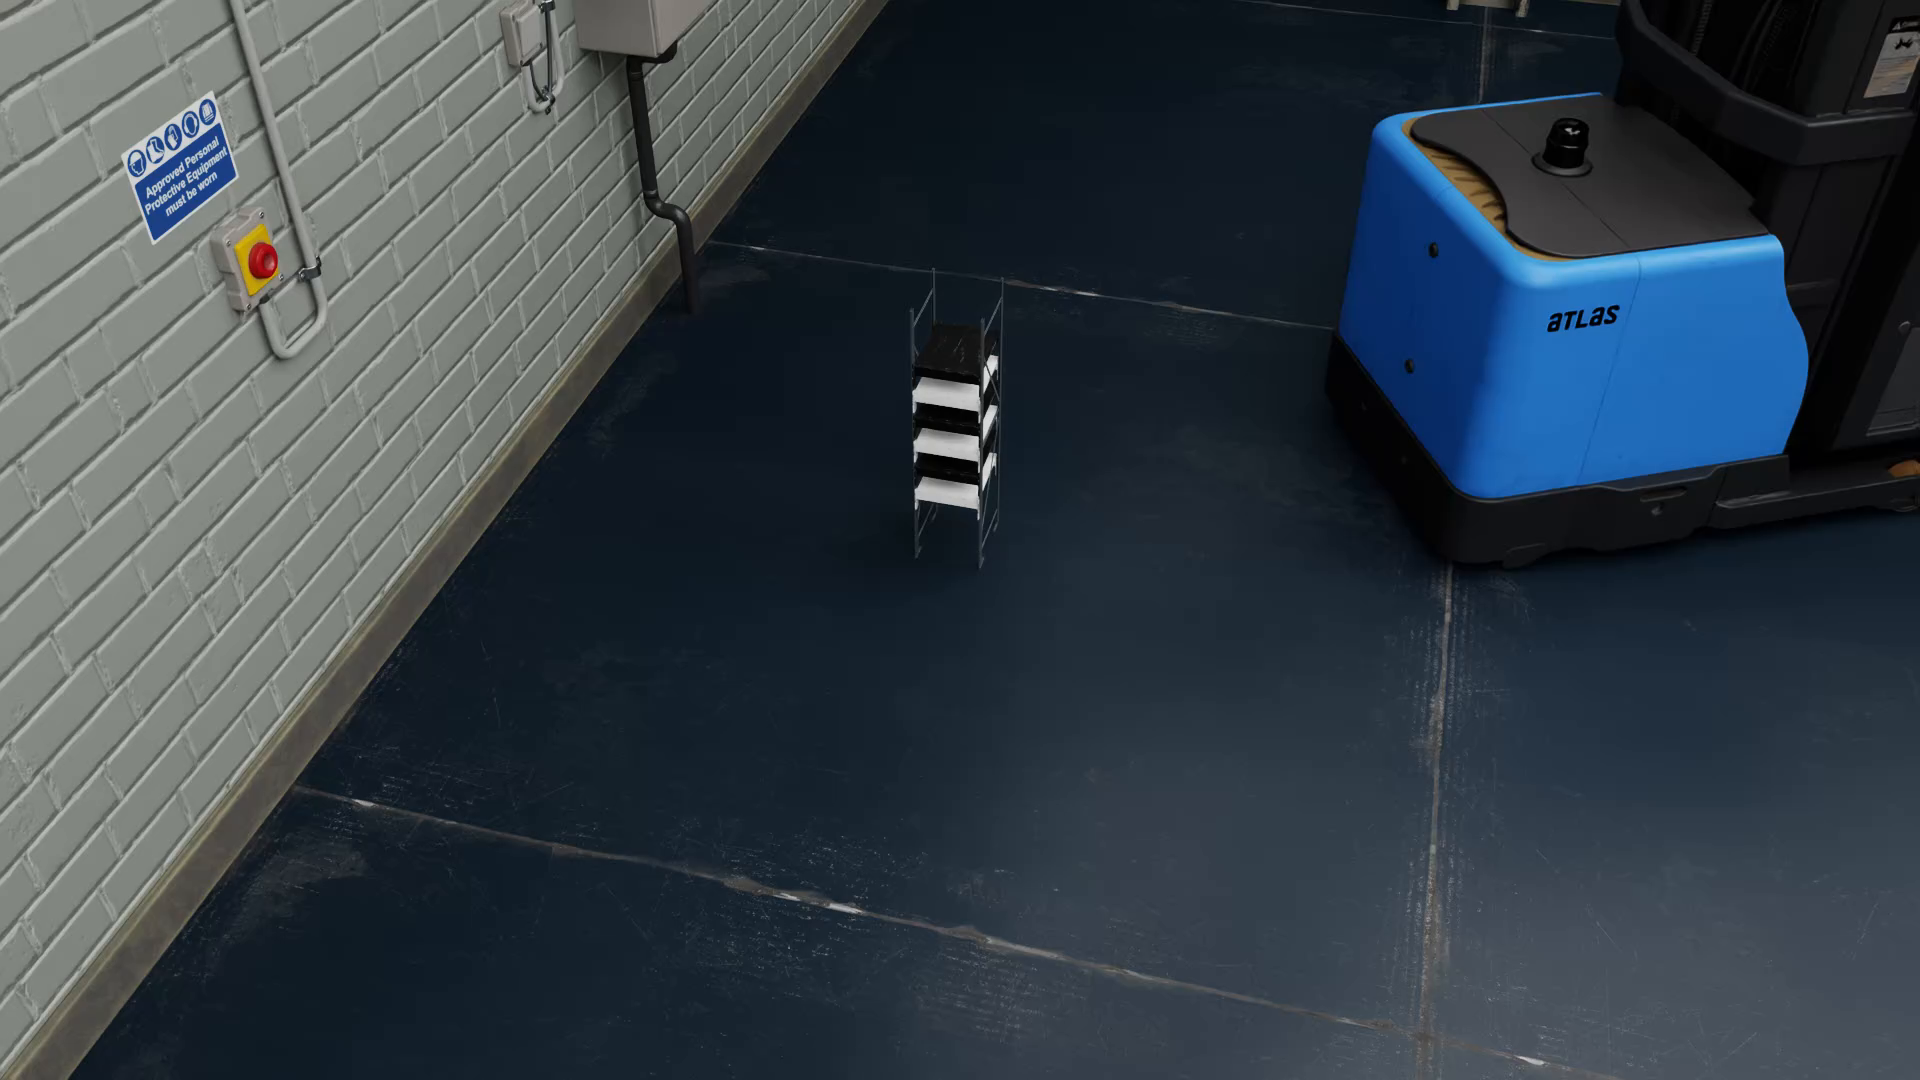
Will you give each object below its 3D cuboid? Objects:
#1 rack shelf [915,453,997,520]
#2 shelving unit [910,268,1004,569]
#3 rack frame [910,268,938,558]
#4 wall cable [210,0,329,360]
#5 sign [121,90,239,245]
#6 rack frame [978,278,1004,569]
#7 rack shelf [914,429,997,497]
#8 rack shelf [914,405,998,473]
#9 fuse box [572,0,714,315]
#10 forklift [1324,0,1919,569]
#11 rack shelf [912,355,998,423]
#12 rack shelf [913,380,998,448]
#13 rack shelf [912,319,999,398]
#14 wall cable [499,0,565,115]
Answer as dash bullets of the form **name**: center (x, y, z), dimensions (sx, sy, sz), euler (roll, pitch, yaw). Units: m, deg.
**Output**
- **rack shelf**: center (-0.008, -0.183, 5.099), dimensions (0.200, 0.077, 0.258), euler (10, 41, 11)
- **shelving unit**: center (-0.008, -0.346, 4.962), dimensions (0.210, 0.900, 0.258), euler (10, 41, 11)
- **rack frame**: center (-0.106, -0.363, 4.982), dimensions (0.006, 0.900, 0.240), euler (10, 41, 11)
- **wall cable**: center (-1.655, -1.147, 3.469), dimensions (0.123, 1.953, 0.585), euler (10, 41, 11)
- **sign**: center (-1.727, -0.829, 3.695), dimensions (0.001, 0.218, 0.327), euler (10, 41, 11)
- **rack frame**: center (0.090, -0.329, 4.942), dimensions (0.006, 0.900, 0.240), euler (10, 41, 11)
- **rack shelf**: center (-0.008, -0.252, 5.042), dimensions (0.200, 0.077, 0.258), euler (10, 41, 11)
- **rack shelf**: center (-0.008, -0.320, 4.984), dimensions (0.200, 0.077, 0.258), euler (10, 41, 11)
- **fuse box**: center (-0.971, -1.533, 5.745), dimensions (0.414, 1.711, 0.539), euler (10, 41, 11)
- **forklift**: center (2.834, -1.535, 4.798), dimensions (3.031, 2.935, 1.130), euler (-9, 41, -10)
- **rack shelf**: center (-0.008, -0.458, 4.868), dimensions (0.200, 0.077, 0.258), euler (10, 41, 11)
- **rack shelf**: center (-0.008, -0.389, 4.926), dimensions (0.200, 0.077, 0.258), euler (10, 41, 11)
- **rack shelf**: center (-0.008, -0.527, 4.810), dimensions (0.200, 0.077, 0.258), euler (10, 41, 11)
- **wall cable**: center (-1.300, -2.018, 4.530), dimensions (0.122, 1.984, 0.588), euler (10, 41, 11)
